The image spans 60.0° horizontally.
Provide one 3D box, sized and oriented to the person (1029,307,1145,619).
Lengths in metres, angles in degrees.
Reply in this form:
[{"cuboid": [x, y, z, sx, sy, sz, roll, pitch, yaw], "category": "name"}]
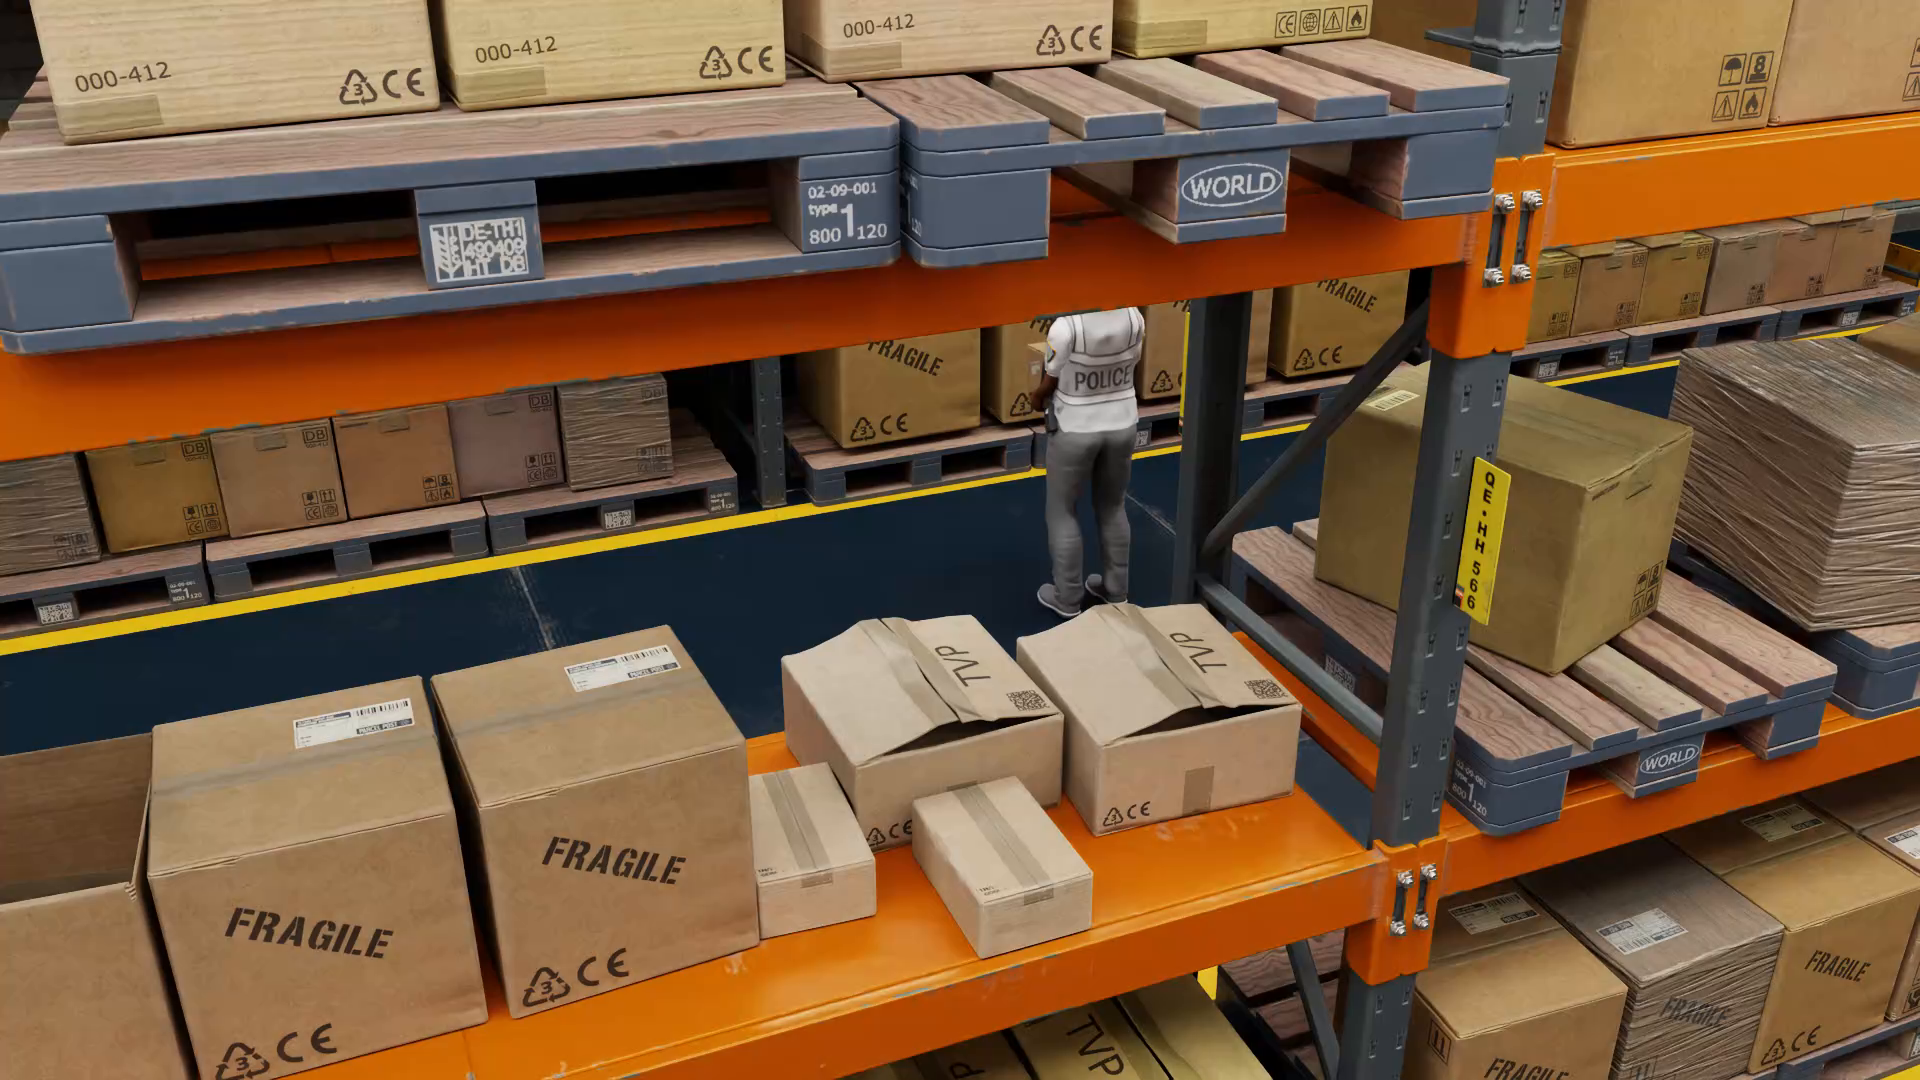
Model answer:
[{"cuboid": [0.527, -0.495, 7.094, 0.450, 1.688, 0.540, -10, 28, -20], "category": "person"}]
